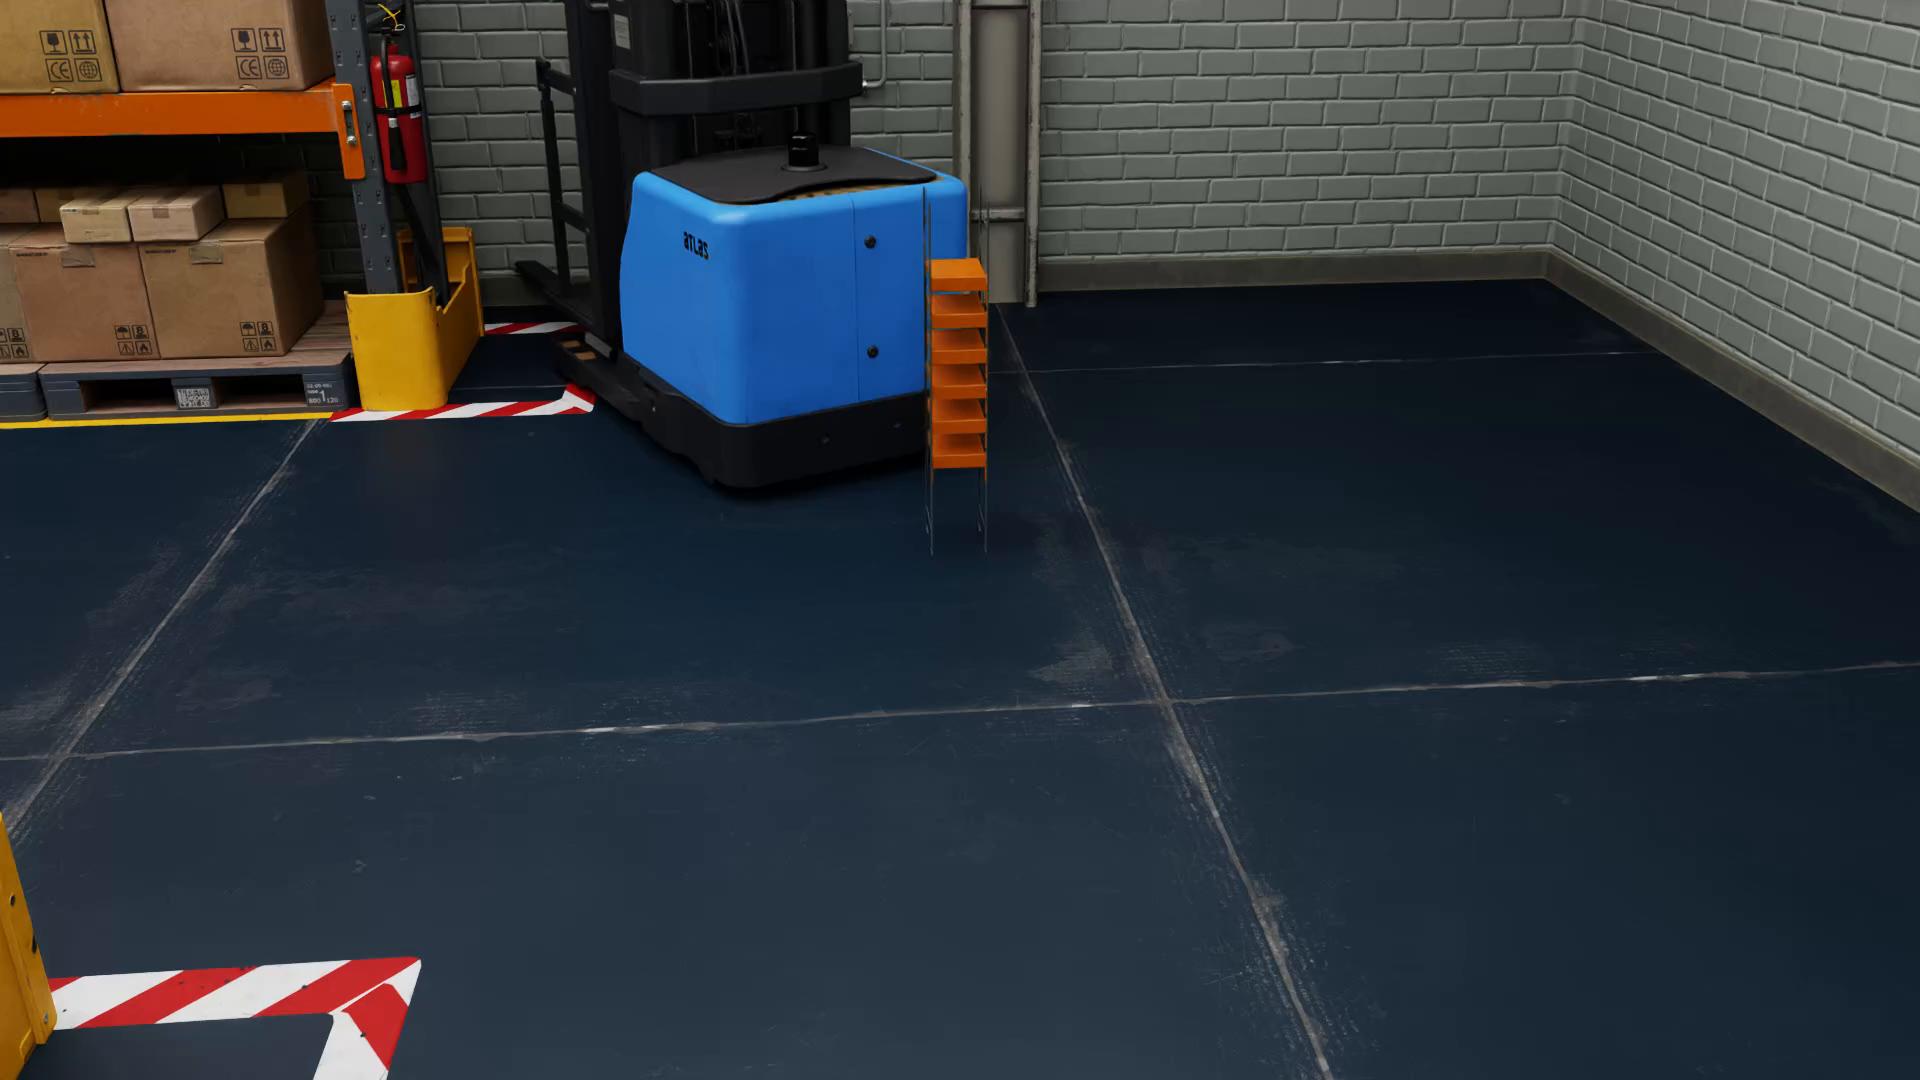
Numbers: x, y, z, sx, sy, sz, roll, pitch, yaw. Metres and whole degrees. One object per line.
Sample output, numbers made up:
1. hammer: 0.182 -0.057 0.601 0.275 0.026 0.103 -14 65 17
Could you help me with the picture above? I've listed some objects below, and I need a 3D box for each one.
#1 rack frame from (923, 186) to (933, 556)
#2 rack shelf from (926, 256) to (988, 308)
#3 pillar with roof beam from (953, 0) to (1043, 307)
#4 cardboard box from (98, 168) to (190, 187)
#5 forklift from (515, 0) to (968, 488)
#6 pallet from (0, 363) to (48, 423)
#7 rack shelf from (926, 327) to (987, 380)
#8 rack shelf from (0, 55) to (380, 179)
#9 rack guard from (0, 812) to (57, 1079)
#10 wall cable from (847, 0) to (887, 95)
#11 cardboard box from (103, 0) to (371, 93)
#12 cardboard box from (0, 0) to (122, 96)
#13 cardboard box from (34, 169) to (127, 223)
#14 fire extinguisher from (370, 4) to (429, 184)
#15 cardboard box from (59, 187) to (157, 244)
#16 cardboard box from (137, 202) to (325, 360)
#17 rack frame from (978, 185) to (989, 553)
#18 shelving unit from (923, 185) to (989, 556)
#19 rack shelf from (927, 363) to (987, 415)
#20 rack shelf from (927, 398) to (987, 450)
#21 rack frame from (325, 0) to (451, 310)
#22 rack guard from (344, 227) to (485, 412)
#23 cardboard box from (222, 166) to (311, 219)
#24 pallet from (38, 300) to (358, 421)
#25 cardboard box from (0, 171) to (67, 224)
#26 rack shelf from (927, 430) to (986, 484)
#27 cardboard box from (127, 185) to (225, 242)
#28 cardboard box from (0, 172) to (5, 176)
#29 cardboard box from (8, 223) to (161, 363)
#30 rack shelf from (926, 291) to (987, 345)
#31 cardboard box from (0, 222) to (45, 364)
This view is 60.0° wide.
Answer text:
1. rack frame: -0.105 -0.544 5.497 0.006 1.200 0.240 -2 24 -5
2. rack shelf: -0.014 -0.836 5.377 0.180 0.103 0.258 -2 24 -5
3. pillar with roof beam: 0.601 -3.605 2.782 0.400 9.000 9.100 -2 24 -5
4. cardboard box: -3.510 -1.490 7.170 0.250 0.149 0.380 -2 24 -5
5. forklift: -1.154 -2.079 6.819 1.130 2.935 3.031 -14 28 -28
6. pallet: -4.424 -0.762 7.203 1.213 0.211 1.003 -2 24 -5
7. rack shelf: -0.014 -0.617 5.474 0.180 0.103 0.258 -2 24 -5
8. rack shelf: -4.415 -1.738 6.853 4.000 0.370 1.077 -2 24 -5
9. rack guard: -2.009 1.001 2.883 0.348 0.500 1.175 -2 24 -5
10. wall cable: -1.243 -3.044 7.656 1.851 1.984 0.084 -2 24 -5
11. cardboard box: -2.931 -2.259 6.771 0.700 0.700 0.980 -1 24 -3
12. cardboard box: -3.654 -2.226 6.695 0.700 0.700 0.980 -2 24 -6
13. cardboard box: -3.759 -1.480 7.148 0.250 0.149 0.380 -2 24 -5
14. fire extinguisher: -2.229 -1.760 6.572 0.183 0.674 0.296 -2 24 -5
15. cardboard box: -3.475 -1.335 6.823 0.250 0.149 0.380 -2 24 -4
16. cardboard box: -3.111 -1.128 7.155 0.500 0.500 0.700 -2 24 -5
17. rack frame: 0.077 -0.551 5.513 0.006 1.200 0.240 -2 24 -5
18. shelving unit: -0.014 -0.548 5.505 0.189 1.200 0.258 -2 24 -5
19. rack shelf: -0.014 -0.507 5.523 0.180 0.103 0.258 -2 24 -5
20. rack shelf: -0.014 -0.397 5.572 0.180 0.103 0.258 -2 24 -5
21. rack frame: -2.424 -2.147 6.887 0.127 3.000 1.000 -2 24 -5
22. rack guard: -2.400 -1.005 7.397 0.348 0.500 1.175 -2 24 -5
23. cardboard box: -3.006 -1.510 7.217 0.250 0.149 0.380 -2 24 -5
24. pallet: -3.212 -0.809 7.310 1.213 0.211 1.003 -2 24 -5
25. cardboard box: -4.012 -1.469 7.125 0.250 0.149 0.380 -2 24 -4
26. rack shelf: -0.014 -0.288 5.621 0.180 0.103 0.258 -2 24 -5
27. cardboard box: -3.221 -1.346 6.846 0.250 0.149 0.380 -3 24 -6
28. cardboard box: -4.268 -1.459 7.101 0.250 0.149 0.380 -2 24 -5
29. cardboard box: -3.609 -1.108 7.110 0.500 0.500 0.700 -2 24 -5
30. rack shelf: -0.014 -0.726 5.426 0.180 0.103 0.258 -2 24 -5
31. cardboard box: -4.109 -1.088 7.065 0.500 0.500 0.700 -3 24 -7
